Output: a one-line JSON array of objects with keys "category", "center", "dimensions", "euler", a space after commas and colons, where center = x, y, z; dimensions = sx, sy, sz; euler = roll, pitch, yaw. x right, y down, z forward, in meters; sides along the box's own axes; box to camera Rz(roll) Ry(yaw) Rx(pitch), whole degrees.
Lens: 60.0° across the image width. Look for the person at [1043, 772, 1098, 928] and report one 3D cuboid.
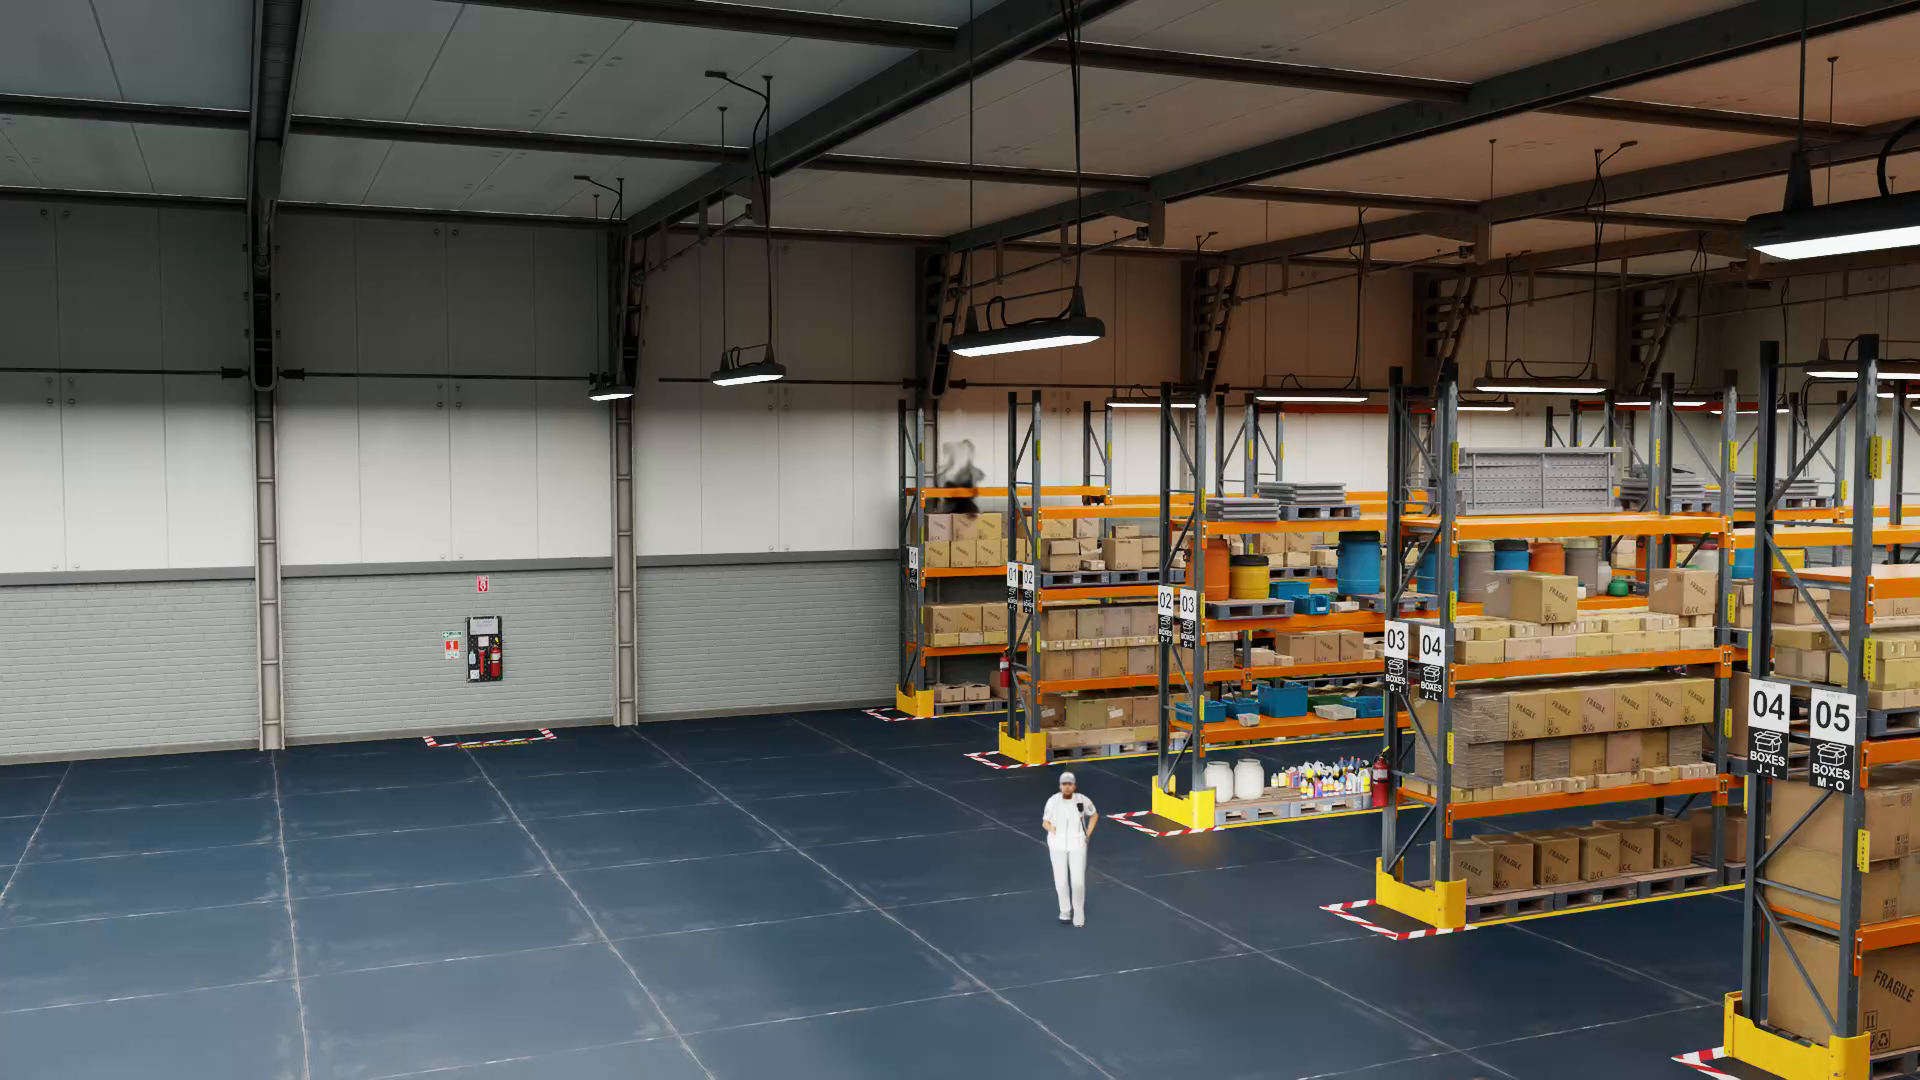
[{"category": "person", "center": [1.162, 3.305, 17.740], "dimensions": [0.571, 1.661, 0.665], "euler": [1, 3, 10]}]
